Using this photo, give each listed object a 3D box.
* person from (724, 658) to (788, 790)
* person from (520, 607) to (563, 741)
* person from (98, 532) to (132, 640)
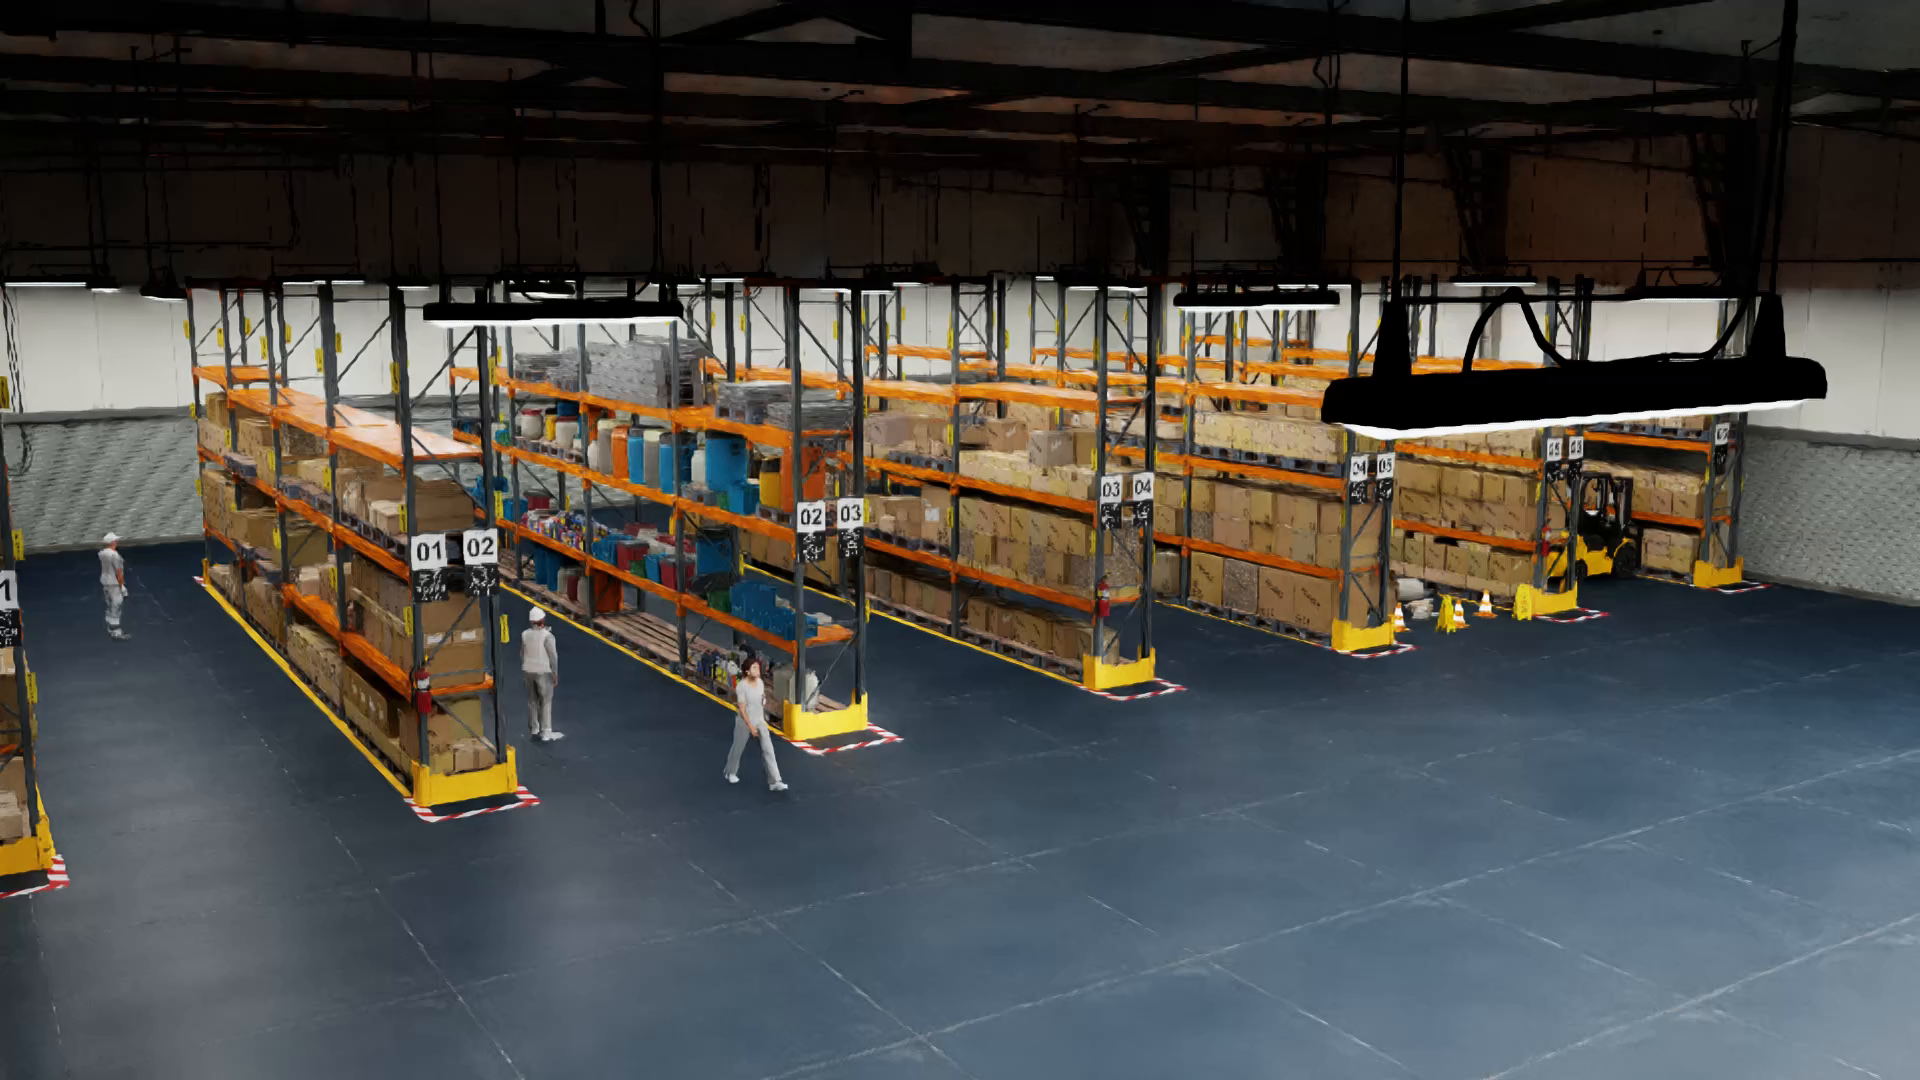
[{"bbox_3d":[-2.509,2.199,20.024,0.444,1.604,1.016,-8,12,-40],"label":"person"},{"bbox_3d":[-5.568,1.761,22.151,0.586,1.771,0.448,5,11,26],"label":"person"},{"bbox_3d":[-14.227,0.757,27.995,0.649,1.793,0.400,7,12,35],"label":"person"}]
